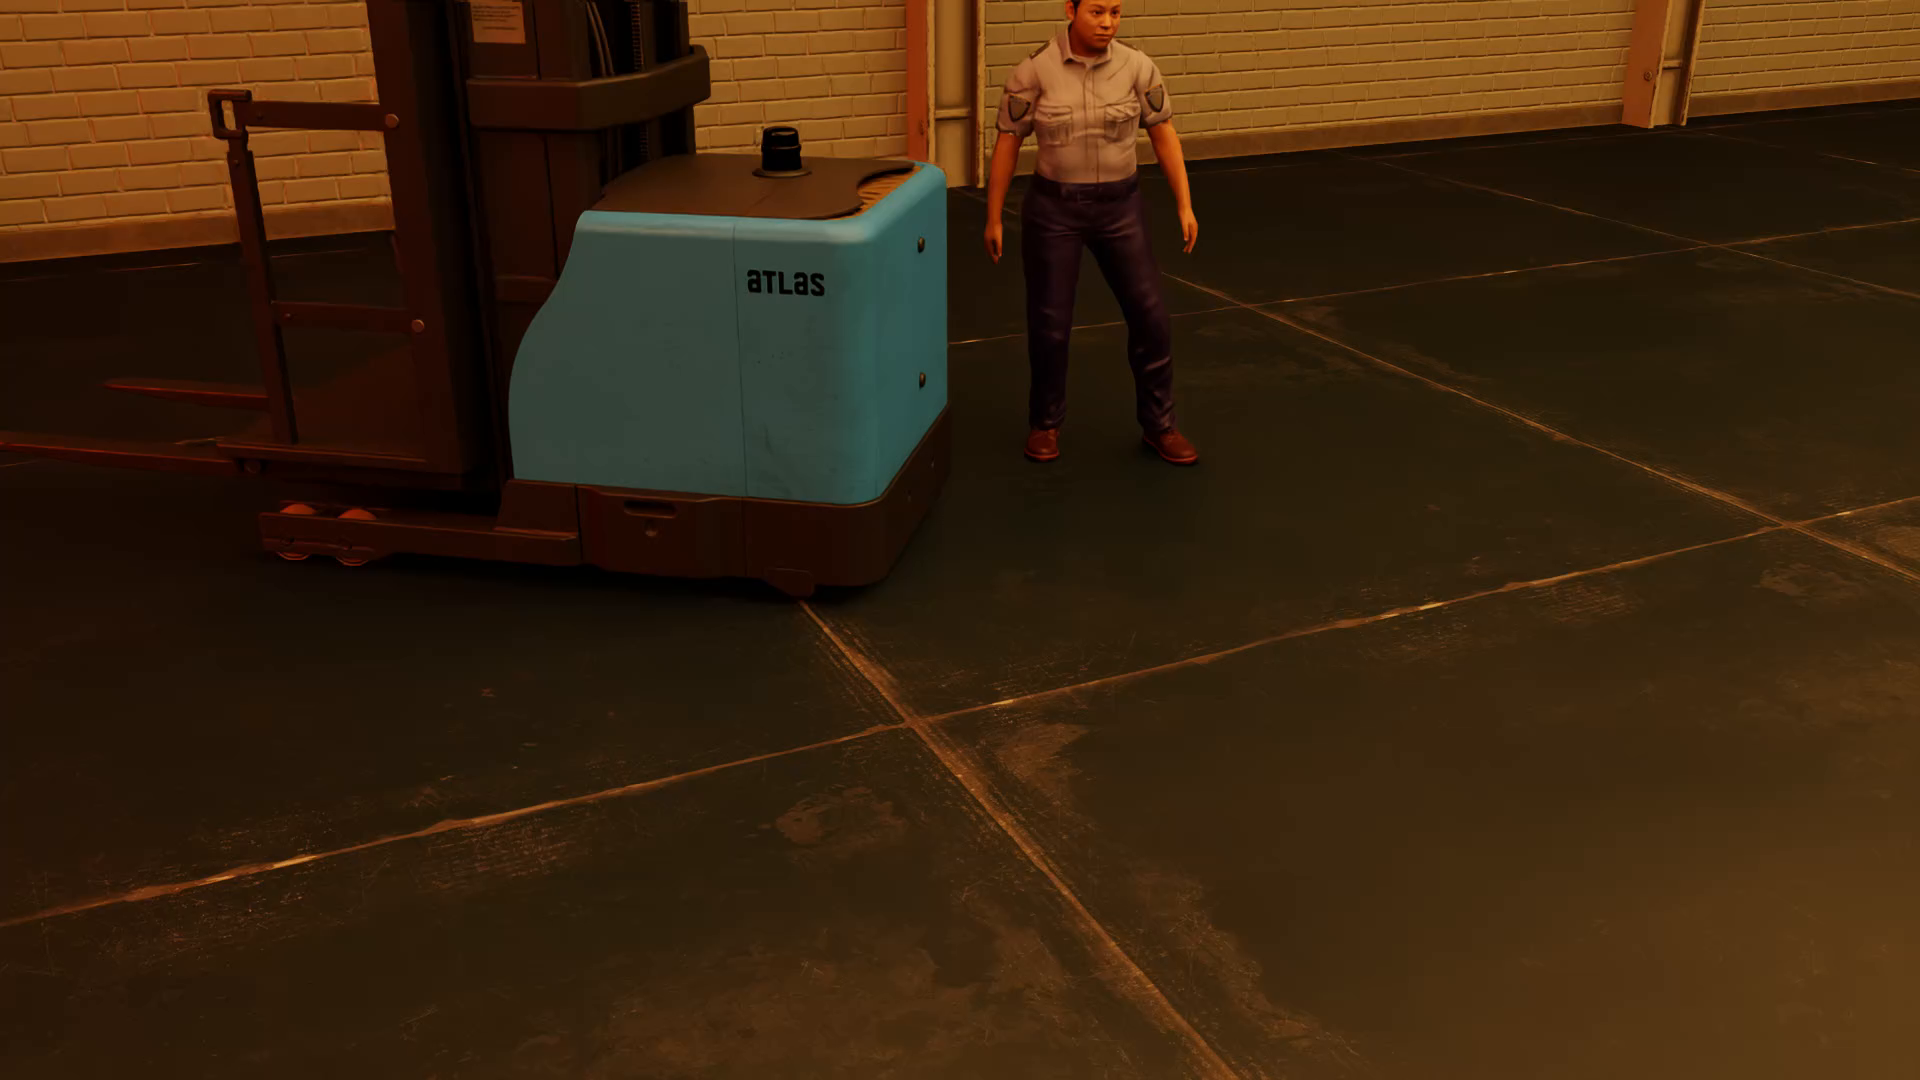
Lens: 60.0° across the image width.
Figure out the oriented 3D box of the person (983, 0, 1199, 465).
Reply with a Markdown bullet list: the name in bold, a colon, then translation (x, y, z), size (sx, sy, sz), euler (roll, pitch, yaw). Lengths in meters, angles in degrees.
- **person**: translation (0.448, -1.062, 5.551), size (0.737, 1.627, 0.391), euler (-2, 23, -5)

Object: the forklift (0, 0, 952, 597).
- **forklift**: translation (-1.599, -1.467, 4.818), size (3.031, 2.935, 1.130), euler (5, 23, 11)
